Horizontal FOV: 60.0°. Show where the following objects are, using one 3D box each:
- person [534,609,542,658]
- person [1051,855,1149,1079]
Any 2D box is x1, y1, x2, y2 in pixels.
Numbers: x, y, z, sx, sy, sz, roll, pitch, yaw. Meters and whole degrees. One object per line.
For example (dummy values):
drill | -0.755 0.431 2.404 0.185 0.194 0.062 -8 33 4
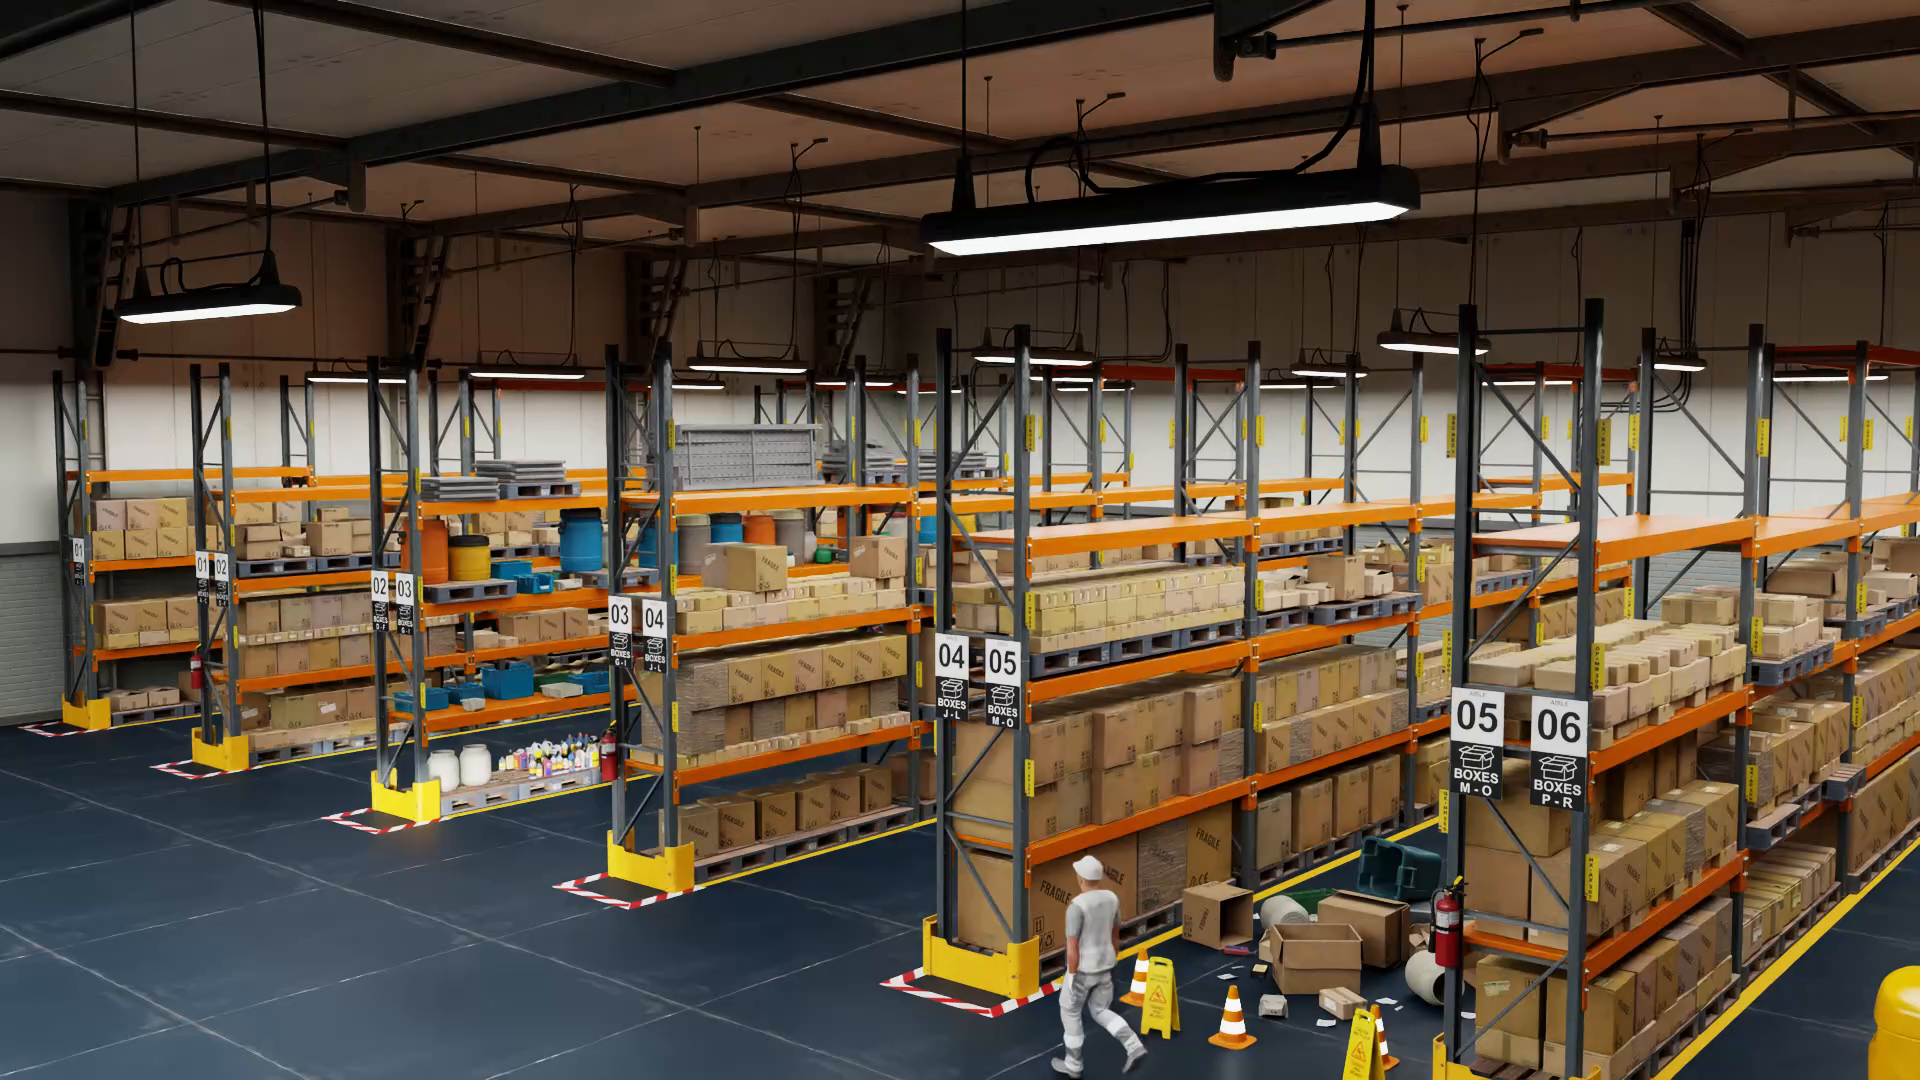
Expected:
person | -8.016 2.093 31.446 0.394 1.586 0.455 -4 6 -43
person | 1.061 3.338 12.922 0.826 1.771 0.558 4 6 44
